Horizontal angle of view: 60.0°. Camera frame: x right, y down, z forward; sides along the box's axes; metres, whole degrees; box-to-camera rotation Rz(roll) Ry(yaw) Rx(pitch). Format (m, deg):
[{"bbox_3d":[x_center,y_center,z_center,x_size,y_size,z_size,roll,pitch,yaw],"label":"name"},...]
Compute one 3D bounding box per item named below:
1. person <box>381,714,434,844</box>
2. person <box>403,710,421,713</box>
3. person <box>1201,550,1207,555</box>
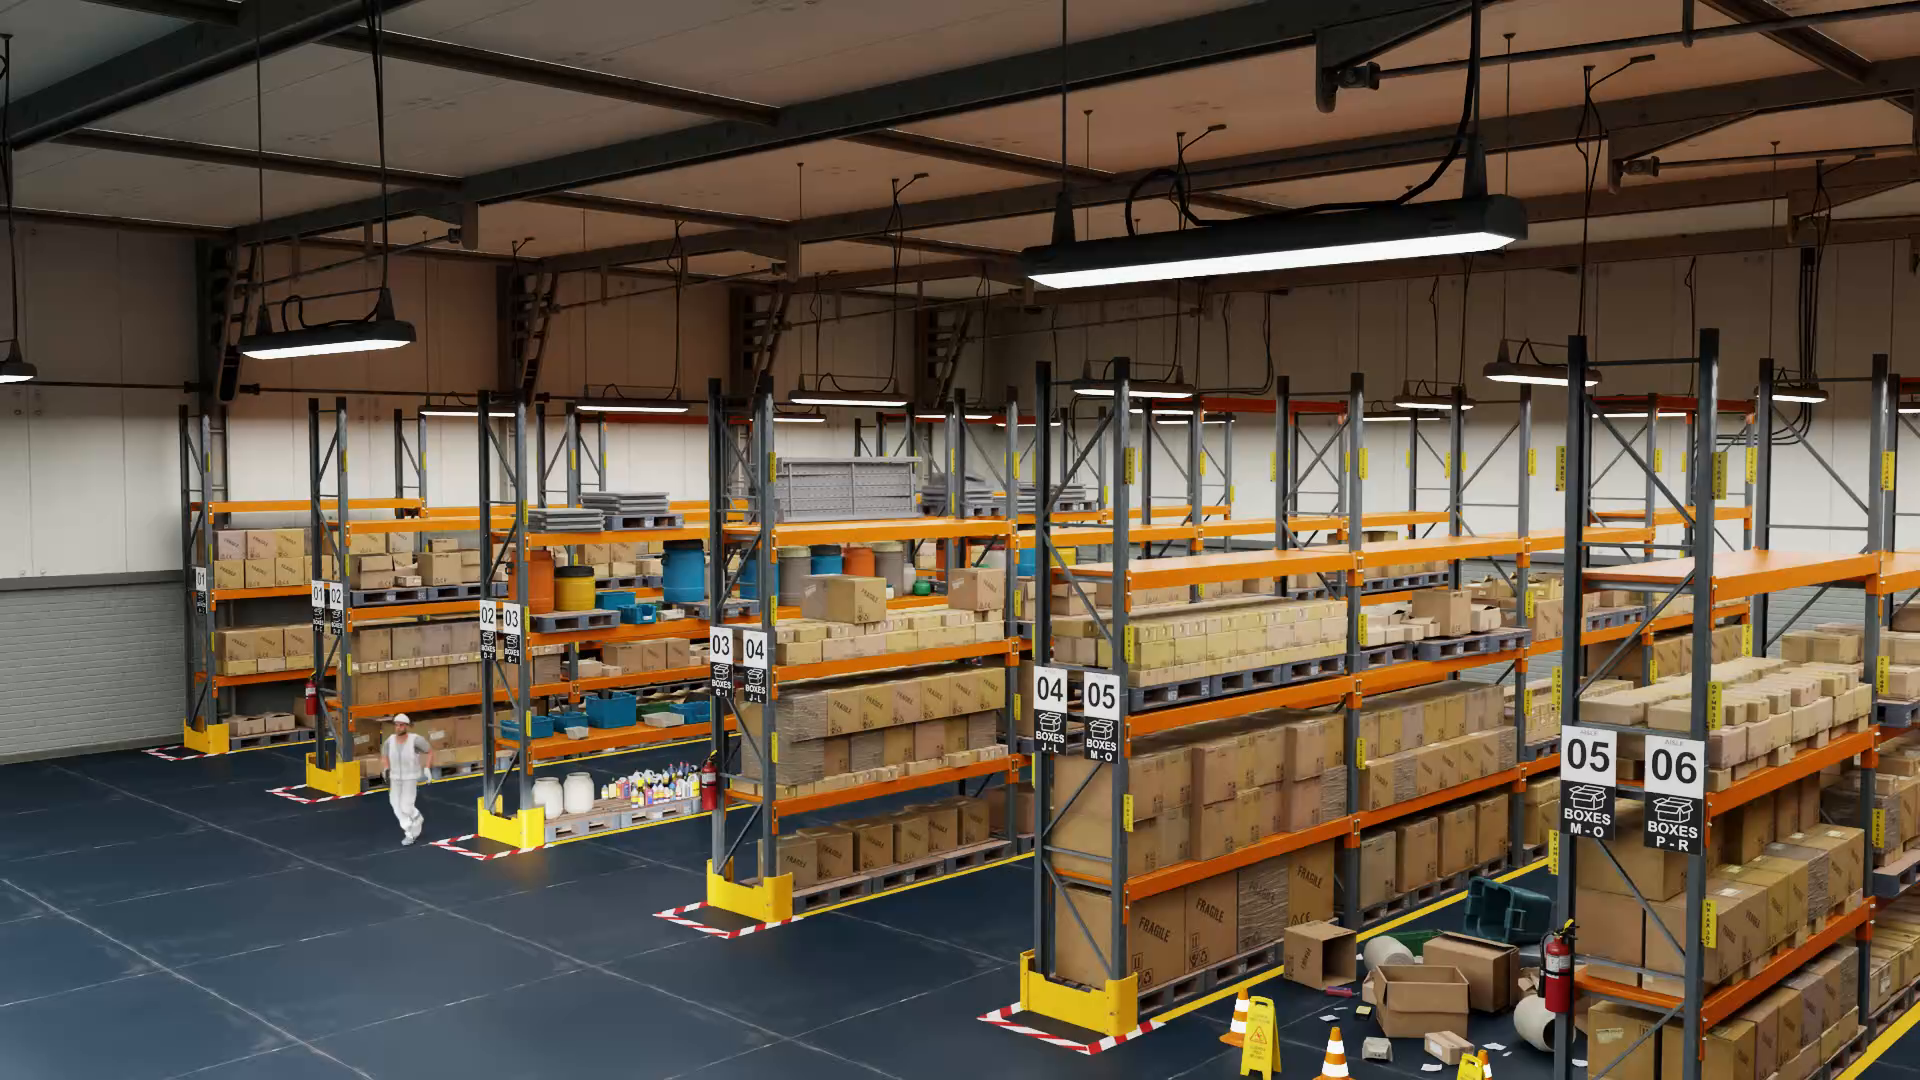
[{"bbox_3d":[-2.877,2.932,25.779,8.811,1.735,9.327,0,3,4],"label":"person"},{"bbox_3d":[-9.600,2.849,29.058,0.645,1.418,0.749,1,3,13],"label":"person"},{"bbox_3d":[9.162,2.011,29.730,10.213,3.197,6.985,1,3,10],"label":"person"}]
